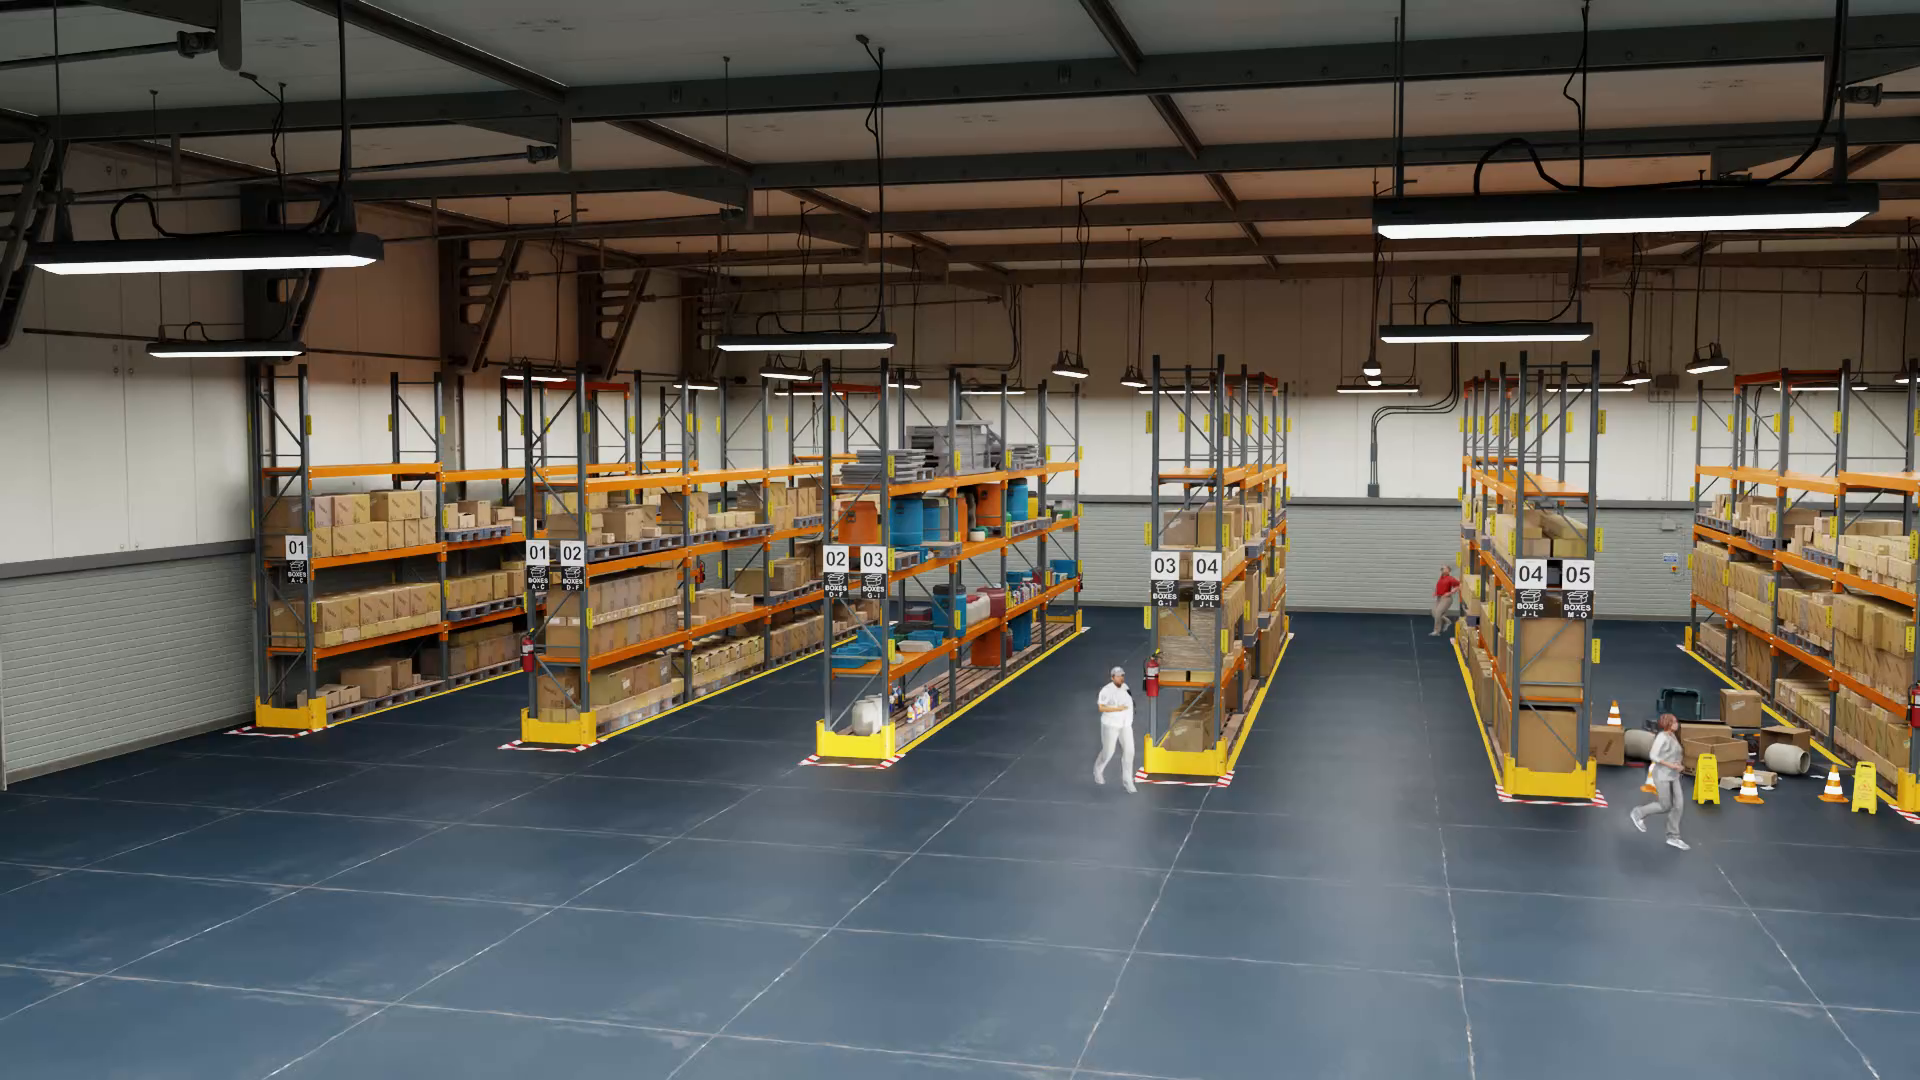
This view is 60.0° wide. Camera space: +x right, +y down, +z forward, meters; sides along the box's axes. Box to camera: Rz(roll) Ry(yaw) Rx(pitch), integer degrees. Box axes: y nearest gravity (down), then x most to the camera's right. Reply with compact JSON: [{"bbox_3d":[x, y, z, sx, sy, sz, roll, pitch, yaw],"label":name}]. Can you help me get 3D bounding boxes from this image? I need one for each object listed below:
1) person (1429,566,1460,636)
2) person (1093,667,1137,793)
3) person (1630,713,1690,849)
[{"bbox_3d":[11.479,1.446,39.564,0.731,1.670,0.672,-1,4,-19],"label":"person"},{"bbox_3d":[2.131,2.593,22.915,0.643,1.717,0.805,-2,5,-30],"label":"person"},{"bbox_3d":[8.367,2.852,19.850,0.534,1.595,0.734,-4,5,-43],"label":"person"}]
